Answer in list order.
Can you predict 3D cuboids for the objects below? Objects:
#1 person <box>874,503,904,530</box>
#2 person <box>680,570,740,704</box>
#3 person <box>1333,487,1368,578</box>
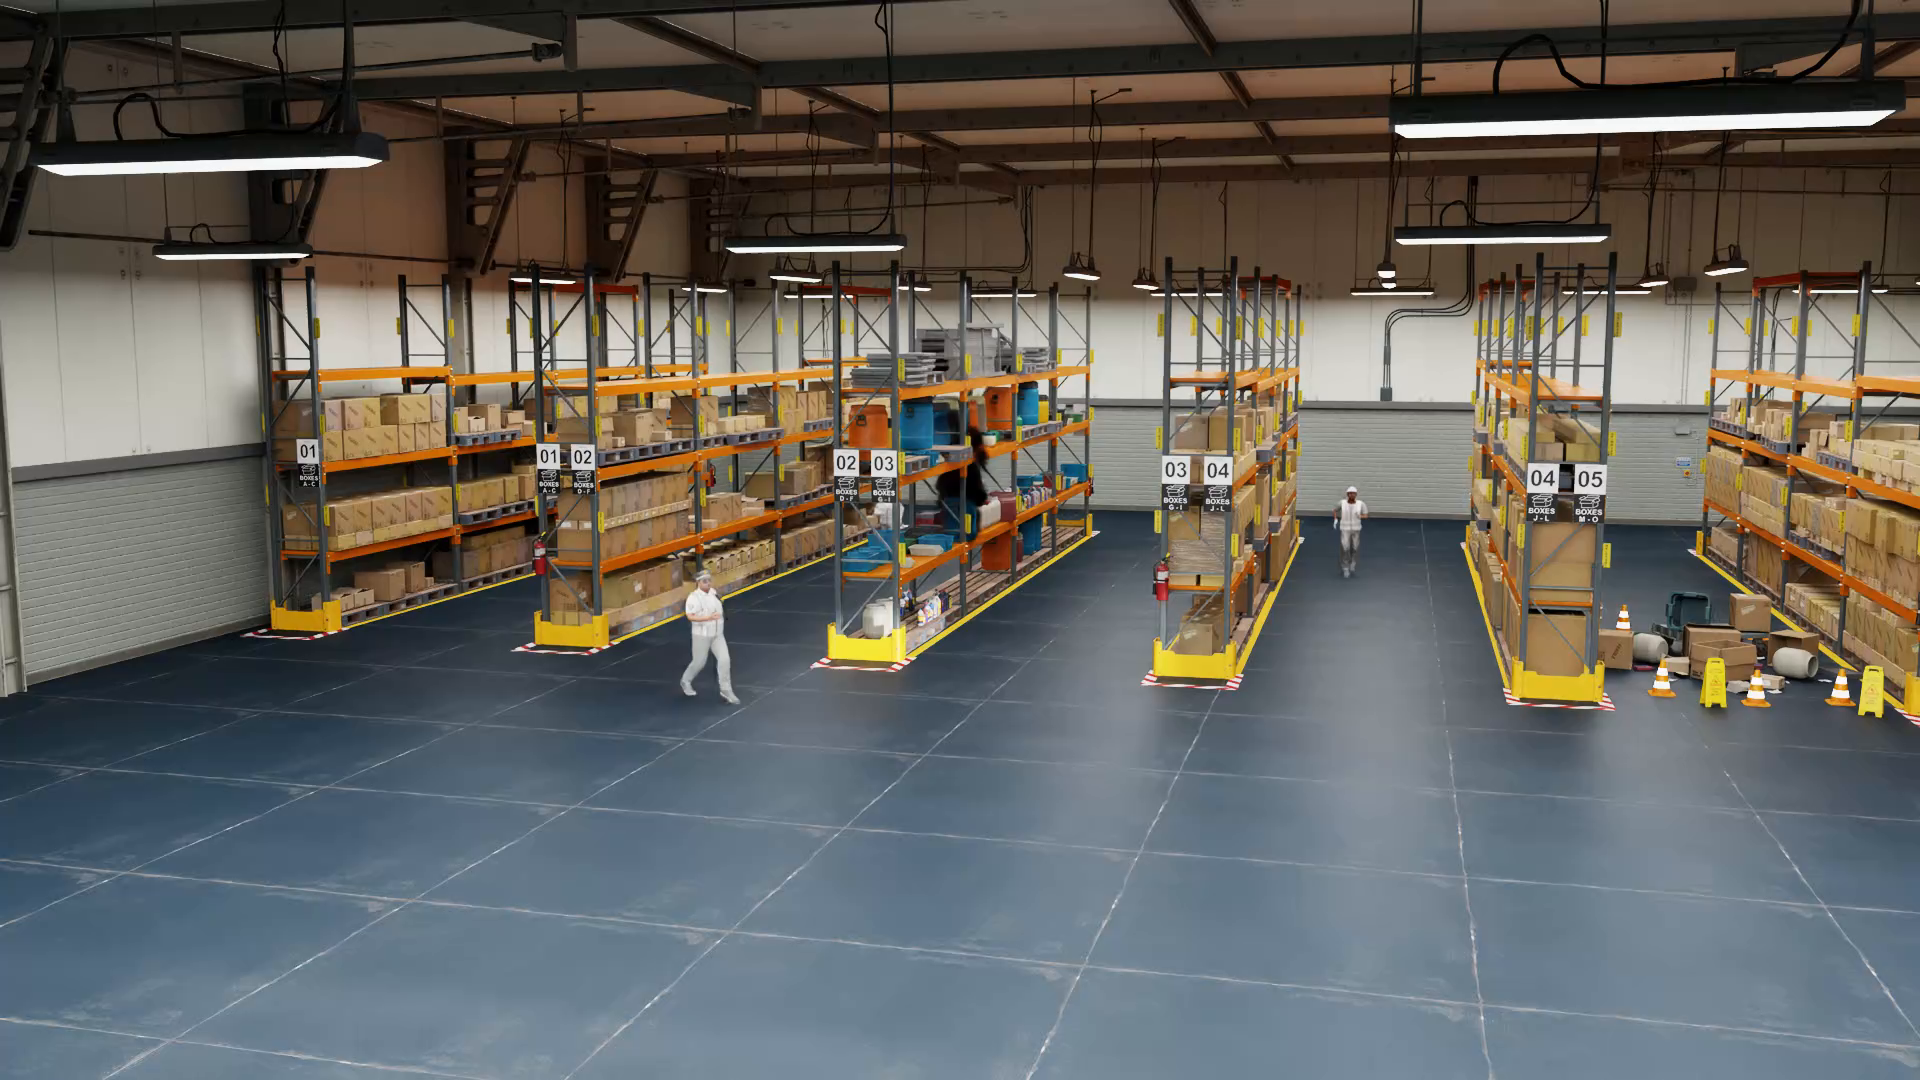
[{"bbox_3d":[-1.515,-0.298,35.200,0.582,1.753,0.757,1,7,10],"label":"person"},{"bbox_3d":[-3.392,1.283,22.451,0.977,1.789,0.669,7,10,43],"label":"person"},{"bbox_3d":[7.933,-0.188,33.762,0.673,1.800,0.942,1,7,7],"label":"person"}]
